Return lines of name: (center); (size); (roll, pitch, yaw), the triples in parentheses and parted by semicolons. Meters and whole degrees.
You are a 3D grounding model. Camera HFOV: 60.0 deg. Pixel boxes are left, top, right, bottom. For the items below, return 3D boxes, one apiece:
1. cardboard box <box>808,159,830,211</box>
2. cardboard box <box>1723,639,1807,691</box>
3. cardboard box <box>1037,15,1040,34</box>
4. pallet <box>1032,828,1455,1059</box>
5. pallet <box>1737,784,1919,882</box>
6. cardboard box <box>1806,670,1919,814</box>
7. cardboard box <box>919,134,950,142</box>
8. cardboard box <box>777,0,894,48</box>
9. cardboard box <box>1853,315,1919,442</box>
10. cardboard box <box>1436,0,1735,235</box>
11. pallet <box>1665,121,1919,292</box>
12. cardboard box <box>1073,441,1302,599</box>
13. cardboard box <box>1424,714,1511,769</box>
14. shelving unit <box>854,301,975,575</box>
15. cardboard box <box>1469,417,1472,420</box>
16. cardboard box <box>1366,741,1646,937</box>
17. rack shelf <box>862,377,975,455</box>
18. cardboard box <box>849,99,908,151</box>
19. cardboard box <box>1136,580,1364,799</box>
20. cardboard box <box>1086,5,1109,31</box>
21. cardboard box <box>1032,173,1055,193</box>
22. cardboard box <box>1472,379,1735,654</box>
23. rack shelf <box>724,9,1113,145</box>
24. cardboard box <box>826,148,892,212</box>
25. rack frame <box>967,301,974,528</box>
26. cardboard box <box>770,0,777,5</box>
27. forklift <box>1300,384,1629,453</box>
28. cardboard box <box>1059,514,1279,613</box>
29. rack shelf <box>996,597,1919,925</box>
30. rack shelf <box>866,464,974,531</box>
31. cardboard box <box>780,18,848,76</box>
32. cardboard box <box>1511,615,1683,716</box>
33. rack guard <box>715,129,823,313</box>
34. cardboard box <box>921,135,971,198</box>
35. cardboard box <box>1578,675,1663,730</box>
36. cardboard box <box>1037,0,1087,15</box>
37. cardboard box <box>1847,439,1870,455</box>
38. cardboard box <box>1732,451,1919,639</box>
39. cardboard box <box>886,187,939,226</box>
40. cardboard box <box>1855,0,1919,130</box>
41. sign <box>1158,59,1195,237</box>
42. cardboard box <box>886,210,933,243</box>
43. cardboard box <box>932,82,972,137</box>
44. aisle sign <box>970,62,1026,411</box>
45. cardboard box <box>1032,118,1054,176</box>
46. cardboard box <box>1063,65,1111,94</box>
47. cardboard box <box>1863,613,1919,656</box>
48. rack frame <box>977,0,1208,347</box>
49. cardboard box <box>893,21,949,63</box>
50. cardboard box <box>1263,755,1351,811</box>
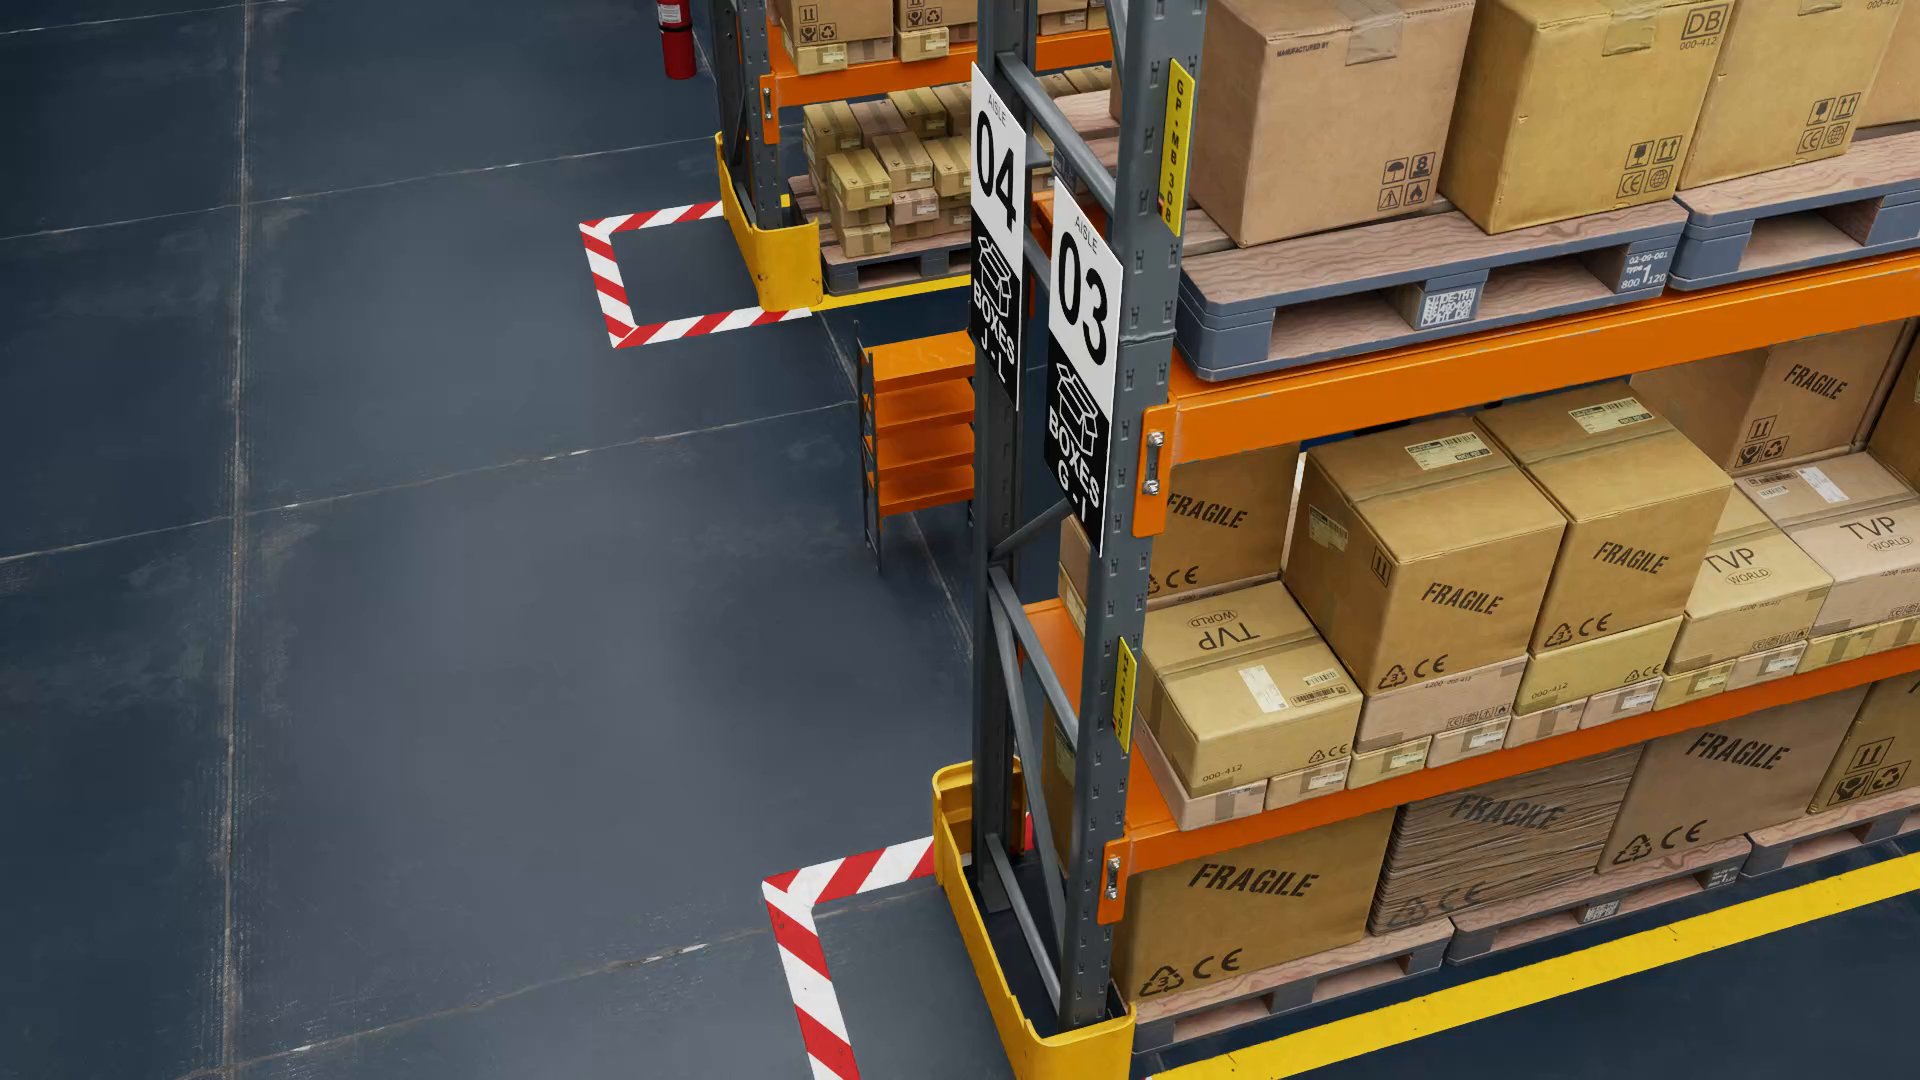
cardboard box: (-0.705, -2.055, 9.520); (0.250, 0.149, 0.380); (-11, 42, -12)
cardboard box: (2.403, 0.270, 5.201); (0.250, 0.149, 0.380); (-11, 42, -12)
cardboard box: (0.238, -2.771, 8.682); (0.250, 0.149, 0.380); (-12, 43, -13)
pallet: (0.988, 1.240, 6.020); (1.213, 0.211, 1.003); (-12, 42, -13)
pallet: (3.315, 0.757, 6.572); (1.213, 0.211, 1.003); (-12, 42, -13)
cardboard box: (3.411, 0.328, 6.240); (0.875, 0.875, 0.875); (-12, 42, -13)
cardboard box: (-0.232, -2.320, 9.596); (0.250, 0.149, 0.380); (-13, 43, -15)
cardboard box: (-0.633, -2.801, 8.224); (0.500, 0.500, 0.500); (-10, 42, -11)
cardboard box: (3.058, -0.705, 5.445); (0.500, 0.500, 0.500); (-12, 42, -13)
cardboard box: (1.302, -1.138, 3.872); (0.500, 0.500, 0.700); (-13, 43, -15)
pallet: (2.119, -1.096, 4.362); (1.213, 0.211, 1.003); (-12, 42, -13)
cardboard box: (0.635, -0.203, 4.869); (0.500, 0.500, 0.500); (-11, 42, -13)
cardboard box: (1.423, 0.473, 4.969); (0.250, 0.149, 0.380); (-12, 43, -14)
shelving unit: (-0.158, -0.419, 7.167); (0.503, 1.200, 0.258); (-12, 42, -13)
cardboard box: (1.601, -0.122, 5.347); (0.500, 0.250, 0.500); (-13, 43, -15)
cardboard box: (1.703, 0.682, 5.835); (0.875, 0.875, 0.875); (-12, 42, -13)
rack shelf: (-0.158, -0.537, 7.064); (0.480, 0.148, 0.258); (-12, 42, -13)
cardboard box: (-0.459, -2.322, 9.373); (0.250, 0.149, 0.380); (-11, 42, -12)
cardboard box: (0.788, 0.416, 4.732); (0.500, 0.250, 0.500); (-13, 43, -14)
cardboard box: (0.735, -2.840, 8.761); (0.250, 0.149, 0.380); (-10, 42, -12)
cardboard box: (0.419, -2.092, 9.336); (0.250, 0.149, 0.380); (-14, 43, -15)
cardboard box: (1.757, -0.072, 4.720); (0.500, 0.500, 0.500); (-13, 43, -14)
rack shelf: (0.763, -2.860, 9.140); (4.000, 0.370, 1.077); (-12, 42, -13)
cardboard box: (-0.543, -1.935, 8.930); (0.250, 0.149, 0.380); (-14, 43, -15)
rack frame: (0.075, -0.467, 7.223); (0.015, 1.200, 0.240); (-12, 42, -13)
cardboard box: (-0.793, -3.136, 8.607); (0.500, 0.500, 0.500); (-11, 42, -12)
forklift: (1.990, -1.571, 7.170); (3.031, 2.935, 1.130); (-13, 43, -15)
cardboard box: (0.631, 0.079, 5.117); (0.500, 0.250, 0.500); (-12, 43, -14)
rack shelf: (2.156, 0.272, 5.555); (4.000, 0.370, 1.077); (-12, 42, -13)
rack shelf: (-0.158, -0.219, 7.342); (0.480, 0.148, 0.258); (-12, 42, -13)
cardboard box: (-0.737, -2.500, 8.372); (0.250, 0.149, 0.380); (-12, 43, -13)
cardboard box: (1.762, 0.212, 4.965); (0.500, 0.250, 0.500); (-13, 43, -14)
rack guard: (-1.072, -1.810, 9.291); (0.348, 0.500, 1.175); (-12, 42, -13)
cardboard box: (-0.037, -2.034, 9.044); (0.250, 0.149, 0.380); (-12, 43, -13)
cardboard box: (1.912, 0.373, 5.084); (0.250, 0.149, 0.380); (-12, 43, -14)
cardboard box: (0.340, -3.012, 8.465); (0.500, 0.500, 0.500); (-11, 42, -12)
cardboard box: (3.061, -0.426, 5.695); (0.500, 0.250, 0.500); (-12, 43, -13)
cardboard box: (2.742, 0.007, 5.199); (0.500, 0.250, 0.500); (-11, 42, -12)
cardboard box: (-0.290, -1.894, 9.109); (0.250, 0.149, 0.380); (-12, 43, -13)
cardboard box: (2.280, -1.447, 4.225); (0.500, 0.500, 0.700); (-10, 42, -11)
sign: (0.410, -0.743, 3.165); (0.005, 0.325, 0.100); (-12, 42, -13)
cardboard box: (-0.324, -1.826, 9.258); (0.250, 0.149, 0.380); (-12, 43, -13)
cardboard box: (0.016, -2.464, 9.536); (0.250, 0.149, 0.380); (-13, 43, -15)
aisle sign: (0.090, -0.756, 4.210); (0.004, 0.787, 0.394); (-12, 42, -13)
cardboard box: (0.442, -2.184, 9.215); (0.250, 0.149, 0.380); (-10, 42, -11)
cardboard box: (0.782, -2.604, 9.696); (0.250, 0.149, 0.380); (-11, 42, -13)
cardboard box: (2.890, 0.170, 5.316); (0.250, 0.149, 0.380); (-11, 42, -12)
rack frame: (0.249, -1.863, 2.892); (0.127, 3.000, 1.000); (-12, 42, -13)
cardboard box: (-0.234, -2.596, 8.482); (0.250, 0.149, 0.380); (-13, 43, -14)
cardboard box: (0.931, 0.577, 4.851); (0.250, 0.149, 0.380); (-12, 43, -14)
